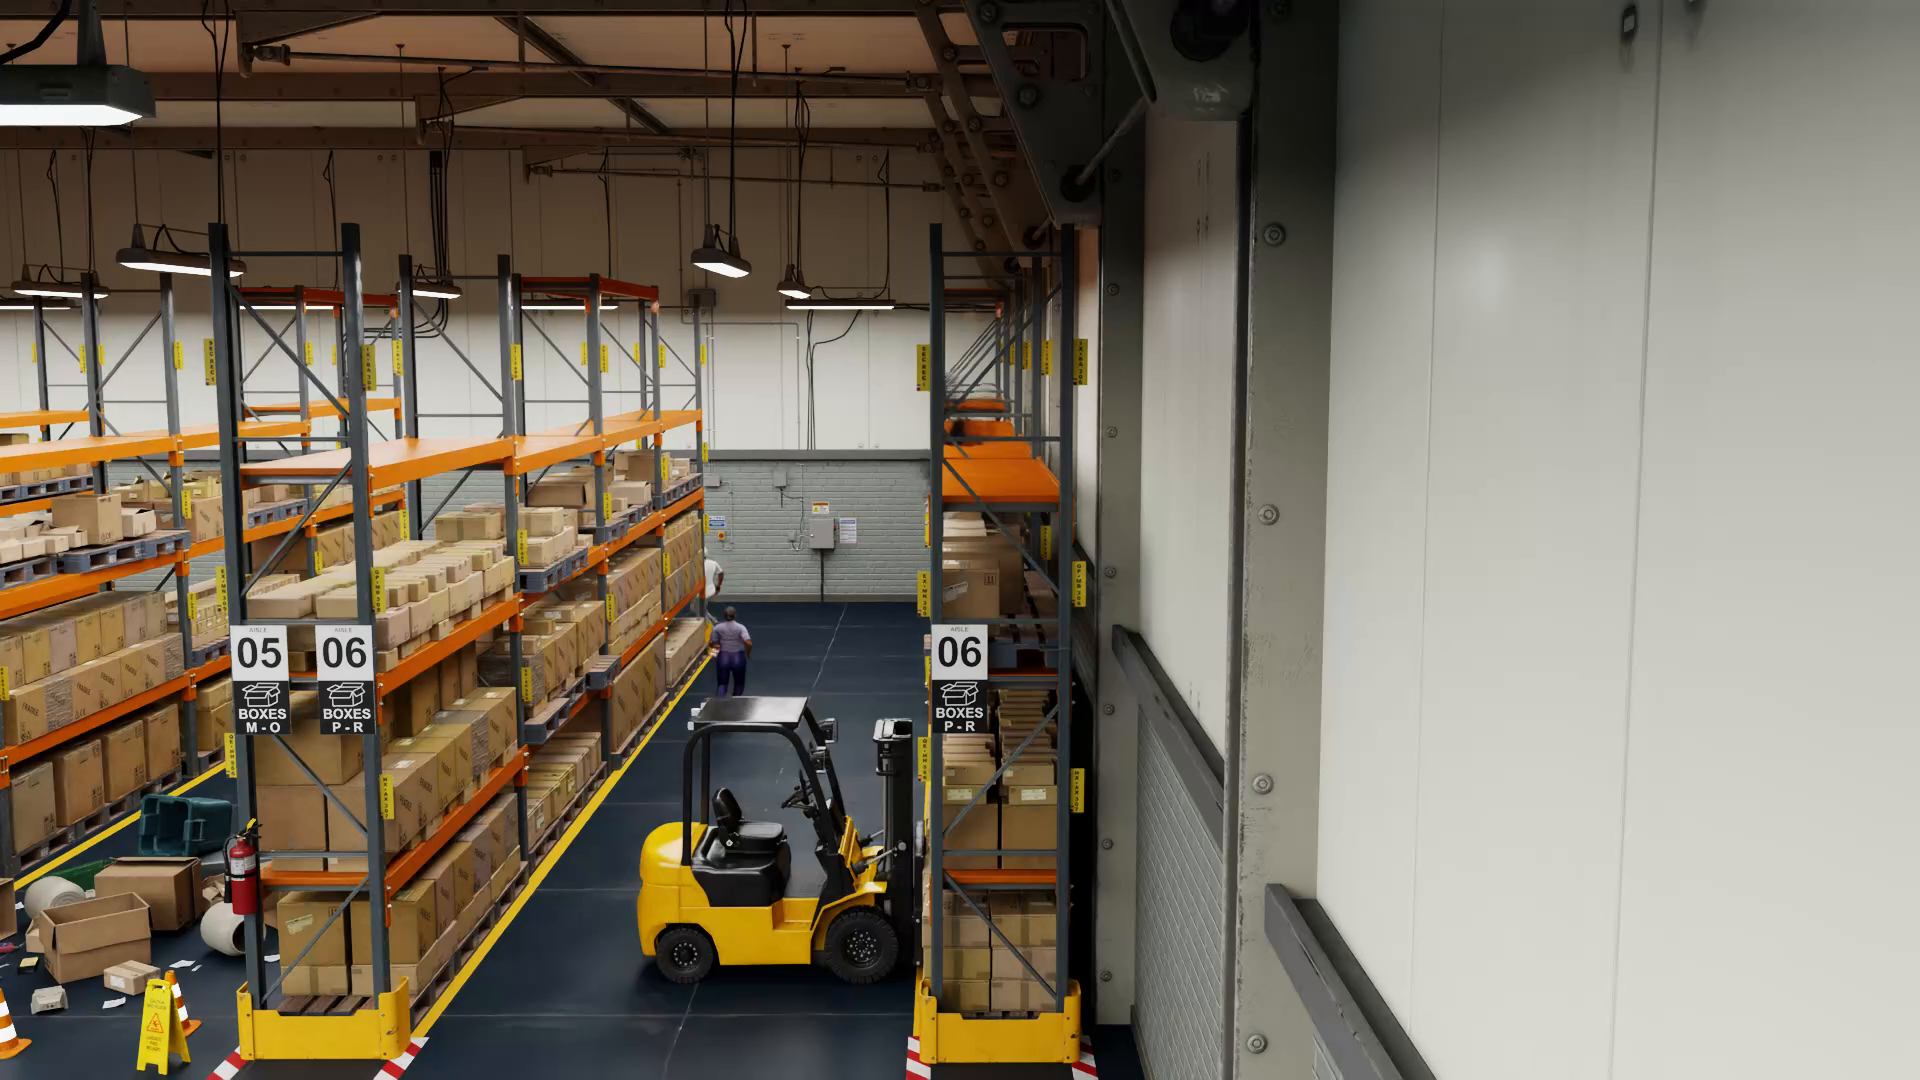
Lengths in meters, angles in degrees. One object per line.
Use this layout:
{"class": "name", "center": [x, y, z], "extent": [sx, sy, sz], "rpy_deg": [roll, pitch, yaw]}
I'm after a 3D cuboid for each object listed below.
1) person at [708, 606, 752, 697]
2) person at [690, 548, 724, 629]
{"class": "person", "center": [-3.154, 1.706, 22.925], "extent": [0.615, 1.590, 0.727], "rpy_deg": [0, 7, 0]}
{"class": "person", "center": [-4.534, 0.930, 29.097], "extent": [0.575, 1.695, 0.743], "rpy_deg": [3, 7, 24]}
